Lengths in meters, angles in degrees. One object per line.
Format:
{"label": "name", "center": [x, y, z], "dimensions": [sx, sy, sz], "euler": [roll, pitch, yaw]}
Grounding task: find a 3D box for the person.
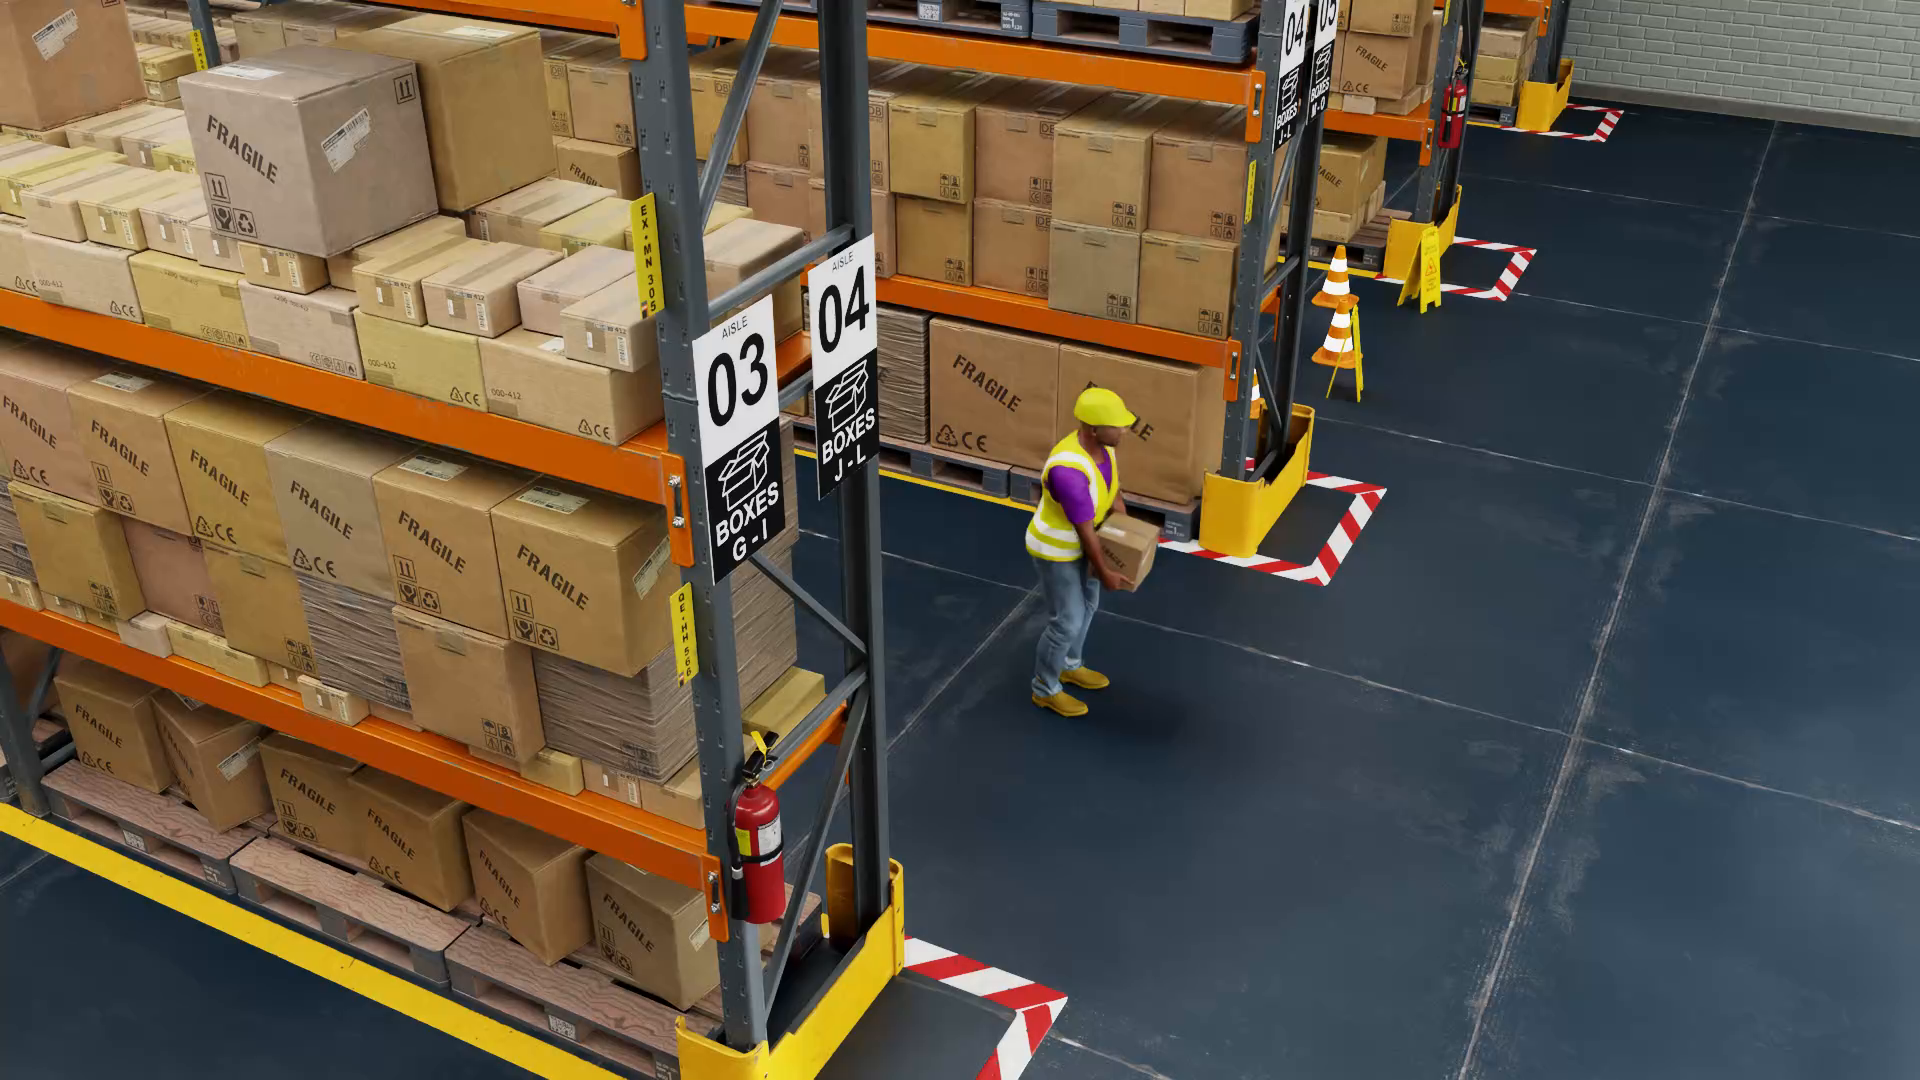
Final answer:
{"label": "person", "center": [0.637, 0.052, 8.196], "dimensions": [0.593, 1.746, 0.501], "euler": [14, 33, 22]}
